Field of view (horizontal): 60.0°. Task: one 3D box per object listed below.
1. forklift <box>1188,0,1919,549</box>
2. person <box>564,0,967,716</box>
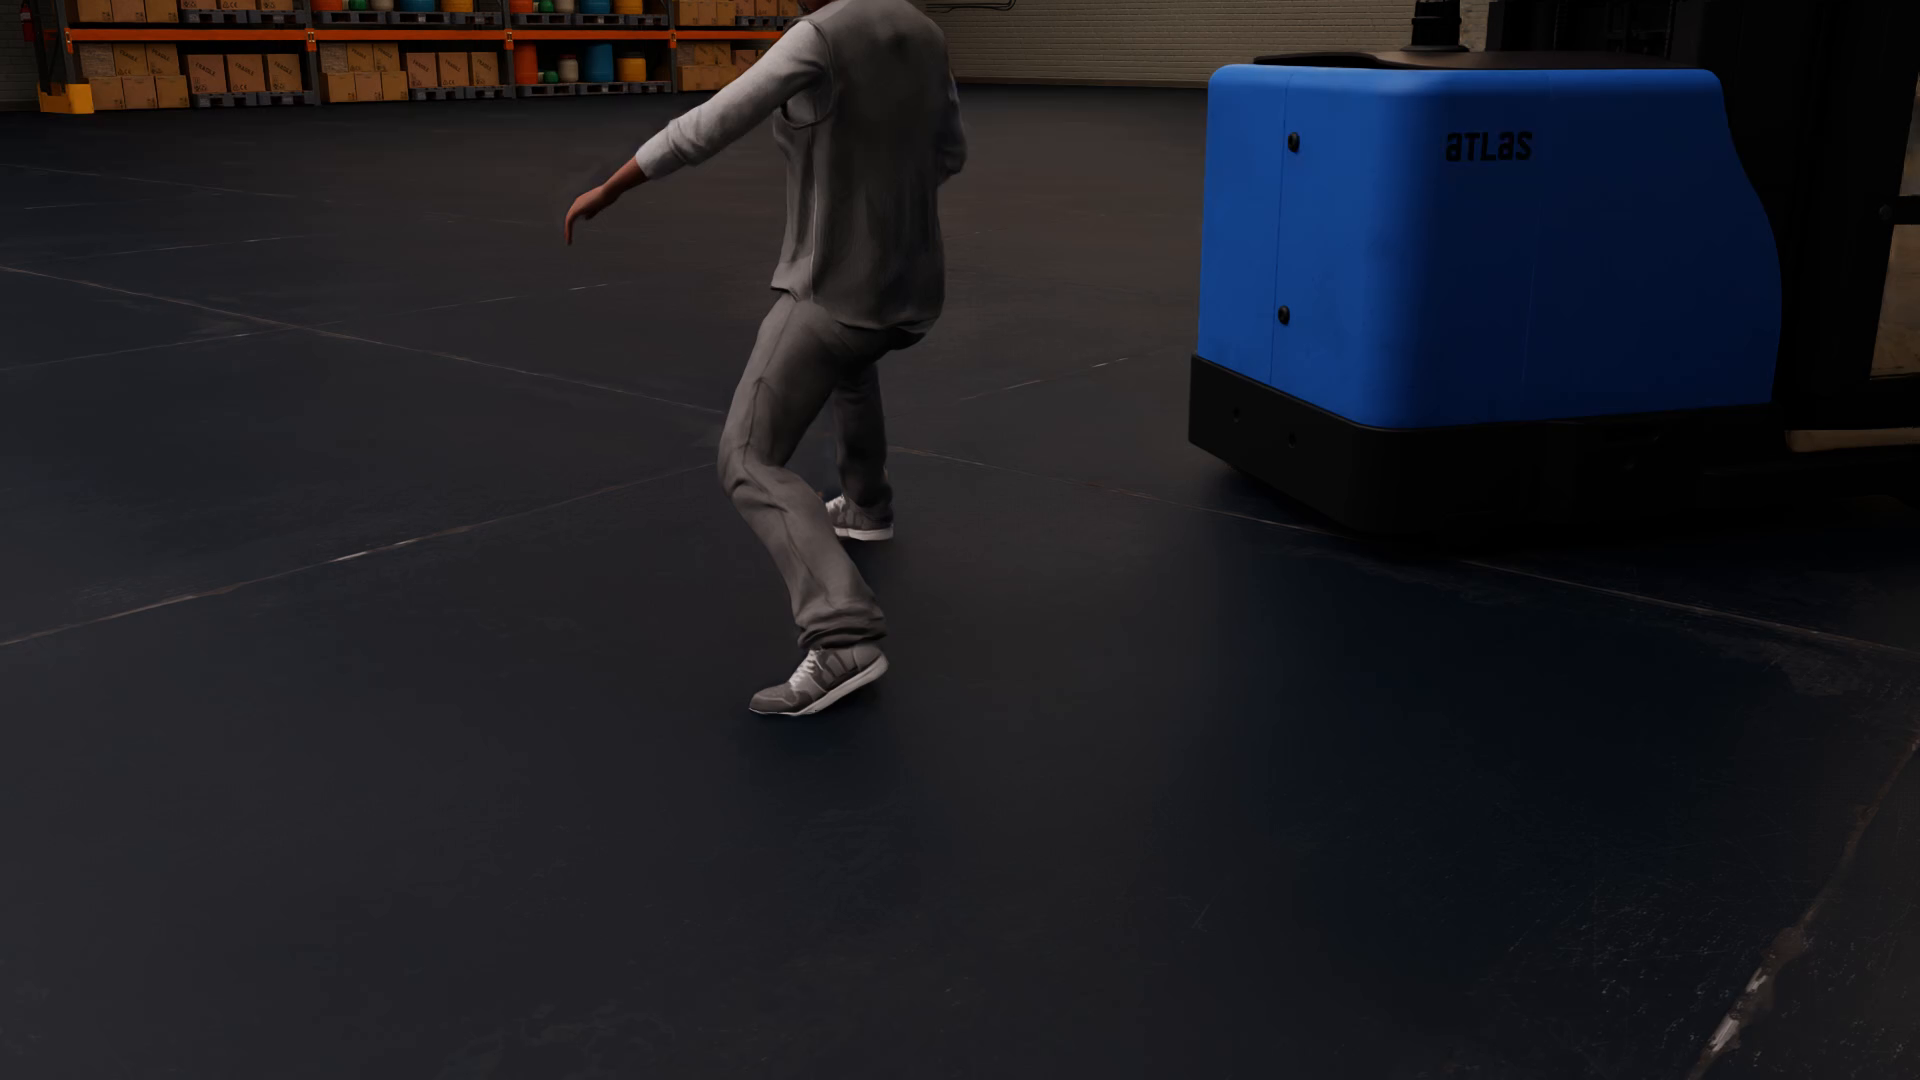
[{"bbox_3d":[2.207,-1.609,4.197,3.031,2.935,1.130,-5,18,-16],"label":"forklift"},{"bbox_3d":[-0.297,-0.514,3.264,0.872,1.435,0.927,14,22,38],"label":"person"}]
